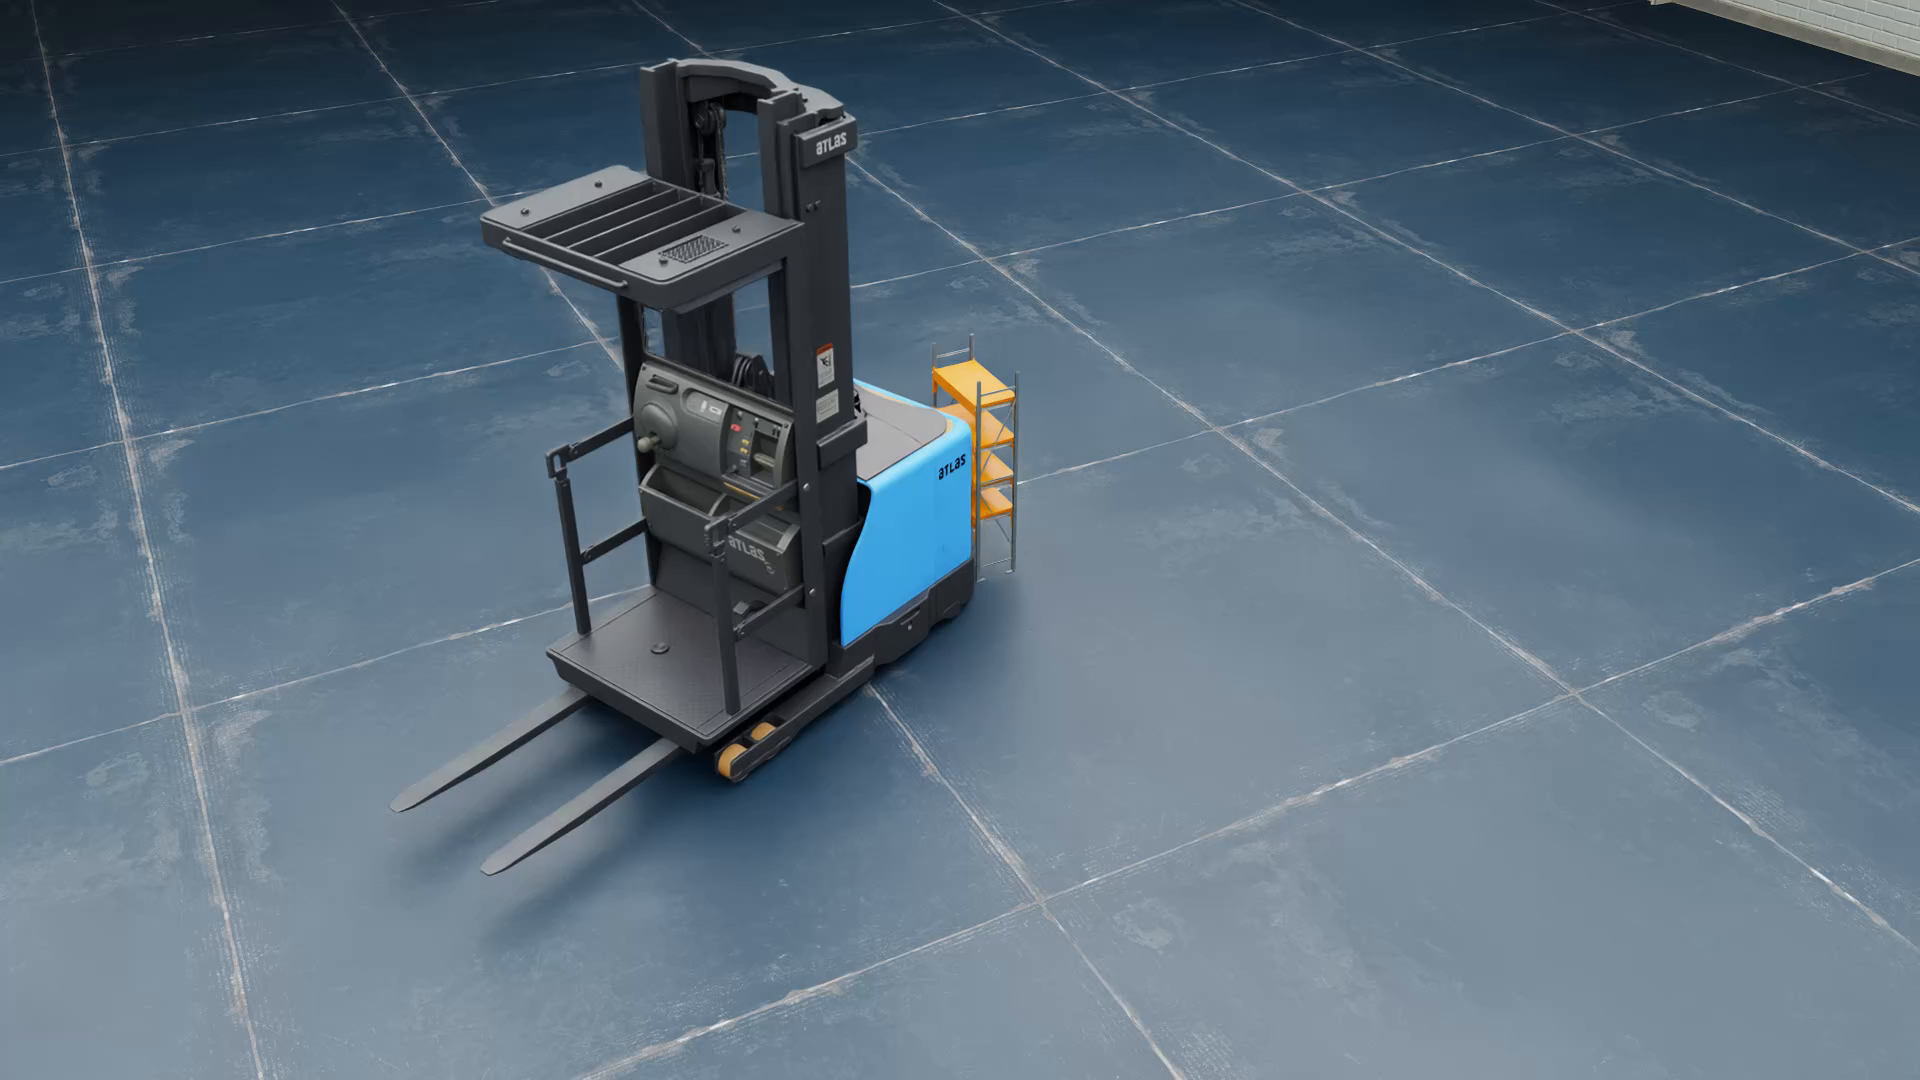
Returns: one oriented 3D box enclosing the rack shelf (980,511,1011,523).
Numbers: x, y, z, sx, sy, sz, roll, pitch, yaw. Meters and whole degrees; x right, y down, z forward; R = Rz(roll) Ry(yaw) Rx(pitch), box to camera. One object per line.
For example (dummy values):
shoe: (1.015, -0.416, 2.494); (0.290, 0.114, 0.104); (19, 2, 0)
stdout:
rack shelf: (0.077, -0.226, 8.931); (0.199, 0.029, 0.442); (-16, 36, -23)

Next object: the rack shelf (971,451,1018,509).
rack shelf: (0.077, -0.370, 8.839); (0.258, 0.148, 0.480); (-16, 36, -23)

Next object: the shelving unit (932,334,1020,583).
shelving unit: (0.077, -0.426, 8.803); (0.258, 1.200, 0.503); (-16, 36, -23)

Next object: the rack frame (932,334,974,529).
rack frame: (-0.037, -0.543, 8.985); (0.240, 1.200, 0.015); (-16, 36, -23)

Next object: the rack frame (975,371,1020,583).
rack frame: (0.191, -0.310, 8.621); (0.240, 1.200, 0.015); (-16, 36, -23)

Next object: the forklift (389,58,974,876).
forklift: (-1.232, -0.444, 7.226); (1.130, 2.935, 3.031); (23, 39, 31)

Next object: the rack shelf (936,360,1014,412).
rack shelf: (0.077, -0.790, 8.570); (0.221, 0.050, 0.457); (-16, 36, -23)

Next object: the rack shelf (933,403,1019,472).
rack shelf: (0.077, -0.558, 8.719); (0.258, 0.148, 0.480); (-16, 36, -23)
